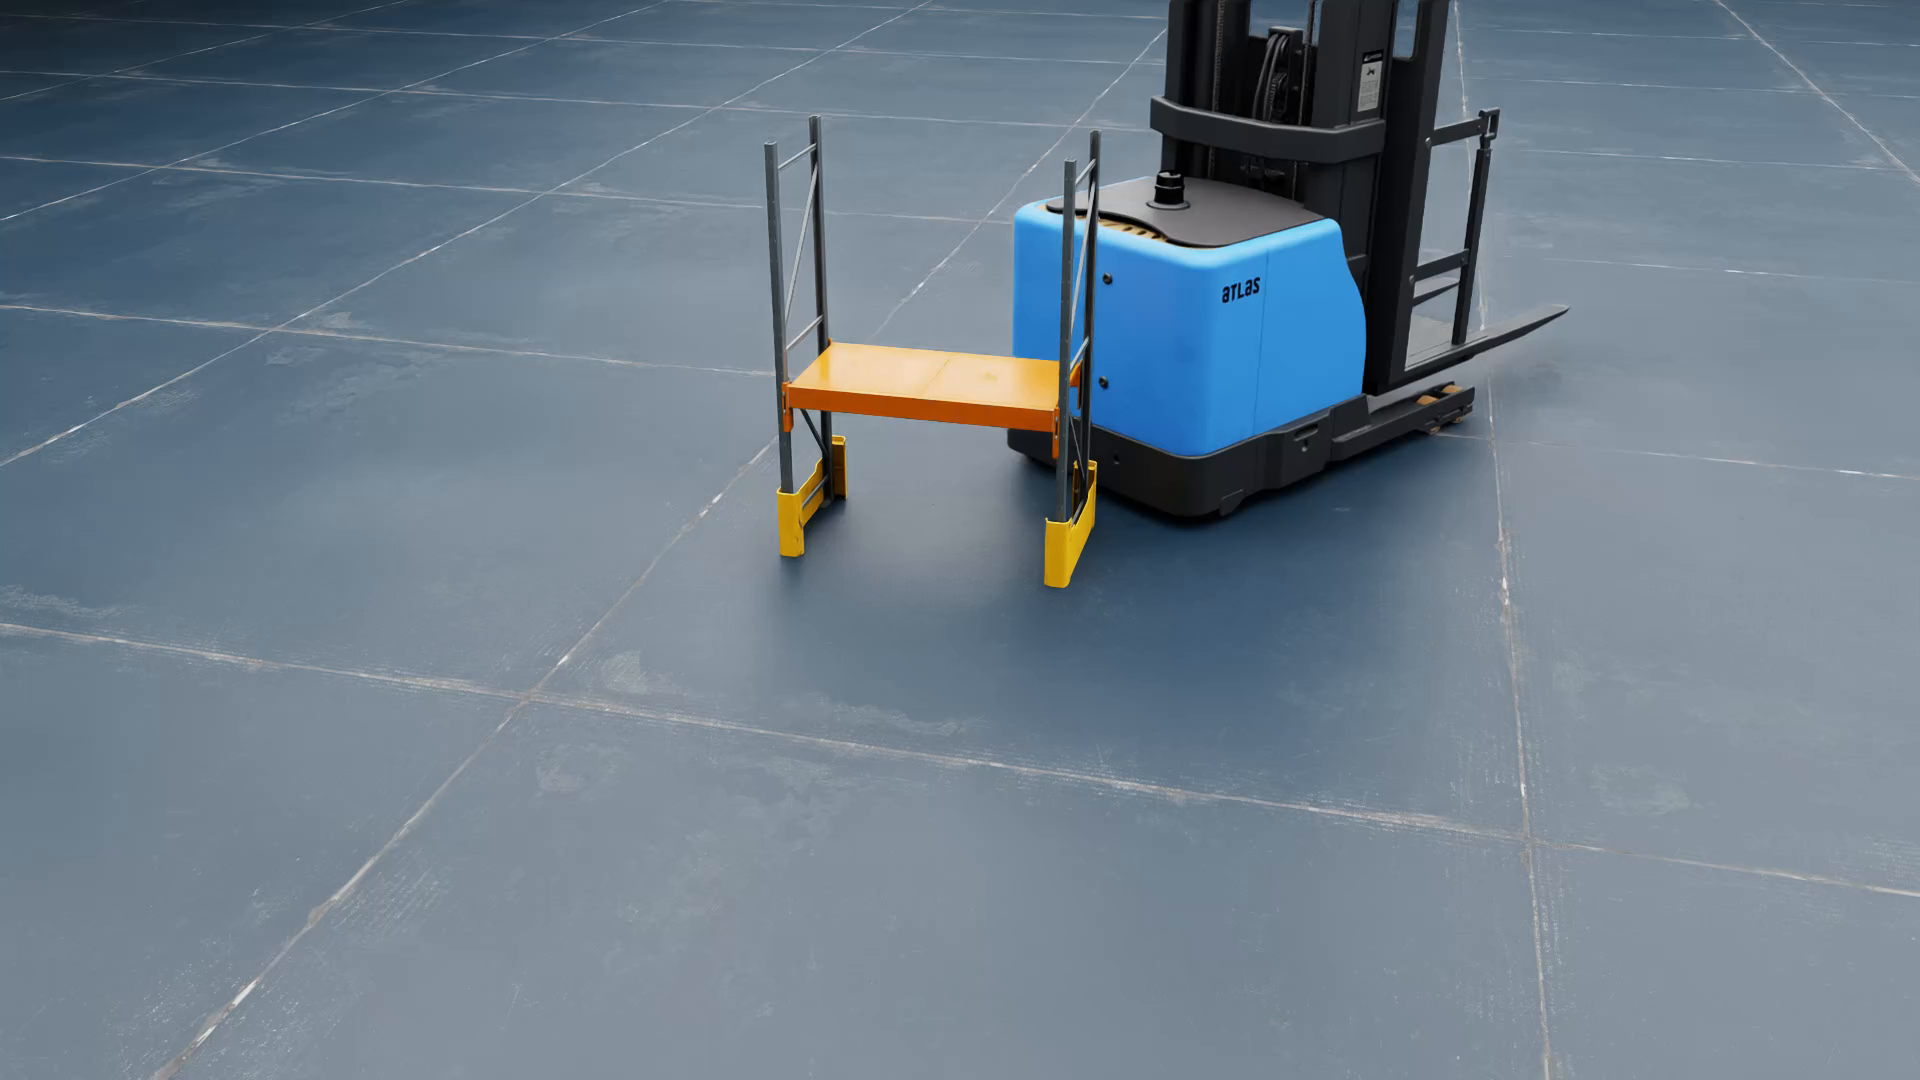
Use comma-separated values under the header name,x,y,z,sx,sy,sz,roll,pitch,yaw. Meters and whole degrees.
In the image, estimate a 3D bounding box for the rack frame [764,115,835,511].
name,x,y,z,sx,sy,sz,roll,pitch,yaw
rack frame,-0.575,-0.741,6.061,0.032,1.500,0.500,6,26,13

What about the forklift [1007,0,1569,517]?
name,x,y,z,sx,sy,sz,roll,pitch,yaw
forklift,1.630,-1.930,6.894,3.031,2.935,1.130,-21,33,-37

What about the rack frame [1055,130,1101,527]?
name,x,y,z,sx,sy,sz,roll,pitch,yaw
rack frame,0.410,-0.632,5.832,0.032,1.500,0.500,6,26,13

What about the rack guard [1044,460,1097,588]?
name,x,y,z,sx,sy,sz,roll,pitch,yaw
rack guard,0.408,-0.068,6.101,0.087,0.250,0.587,6,26,13

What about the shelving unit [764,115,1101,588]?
name,x,y,z,sx,sy,sz,roll,pitch,yaw
shelving unit,-0.074,-0.685,5.945,1.083,1.500,0.587,6,26,13

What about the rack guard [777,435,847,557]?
name,x,y,z,sx,sy,sz,roll,pitch,yaw
rack guard,-0.556,-0.174,6.325,0.087,0.250,0.587,6,26,13

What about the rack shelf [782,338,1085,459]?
name,x,y,z,sx,sy,sz,roll,pitch,yaw
rack shelf,-0.083,-0.524,6.024,1.000,0.185,0.538,6,26,13
